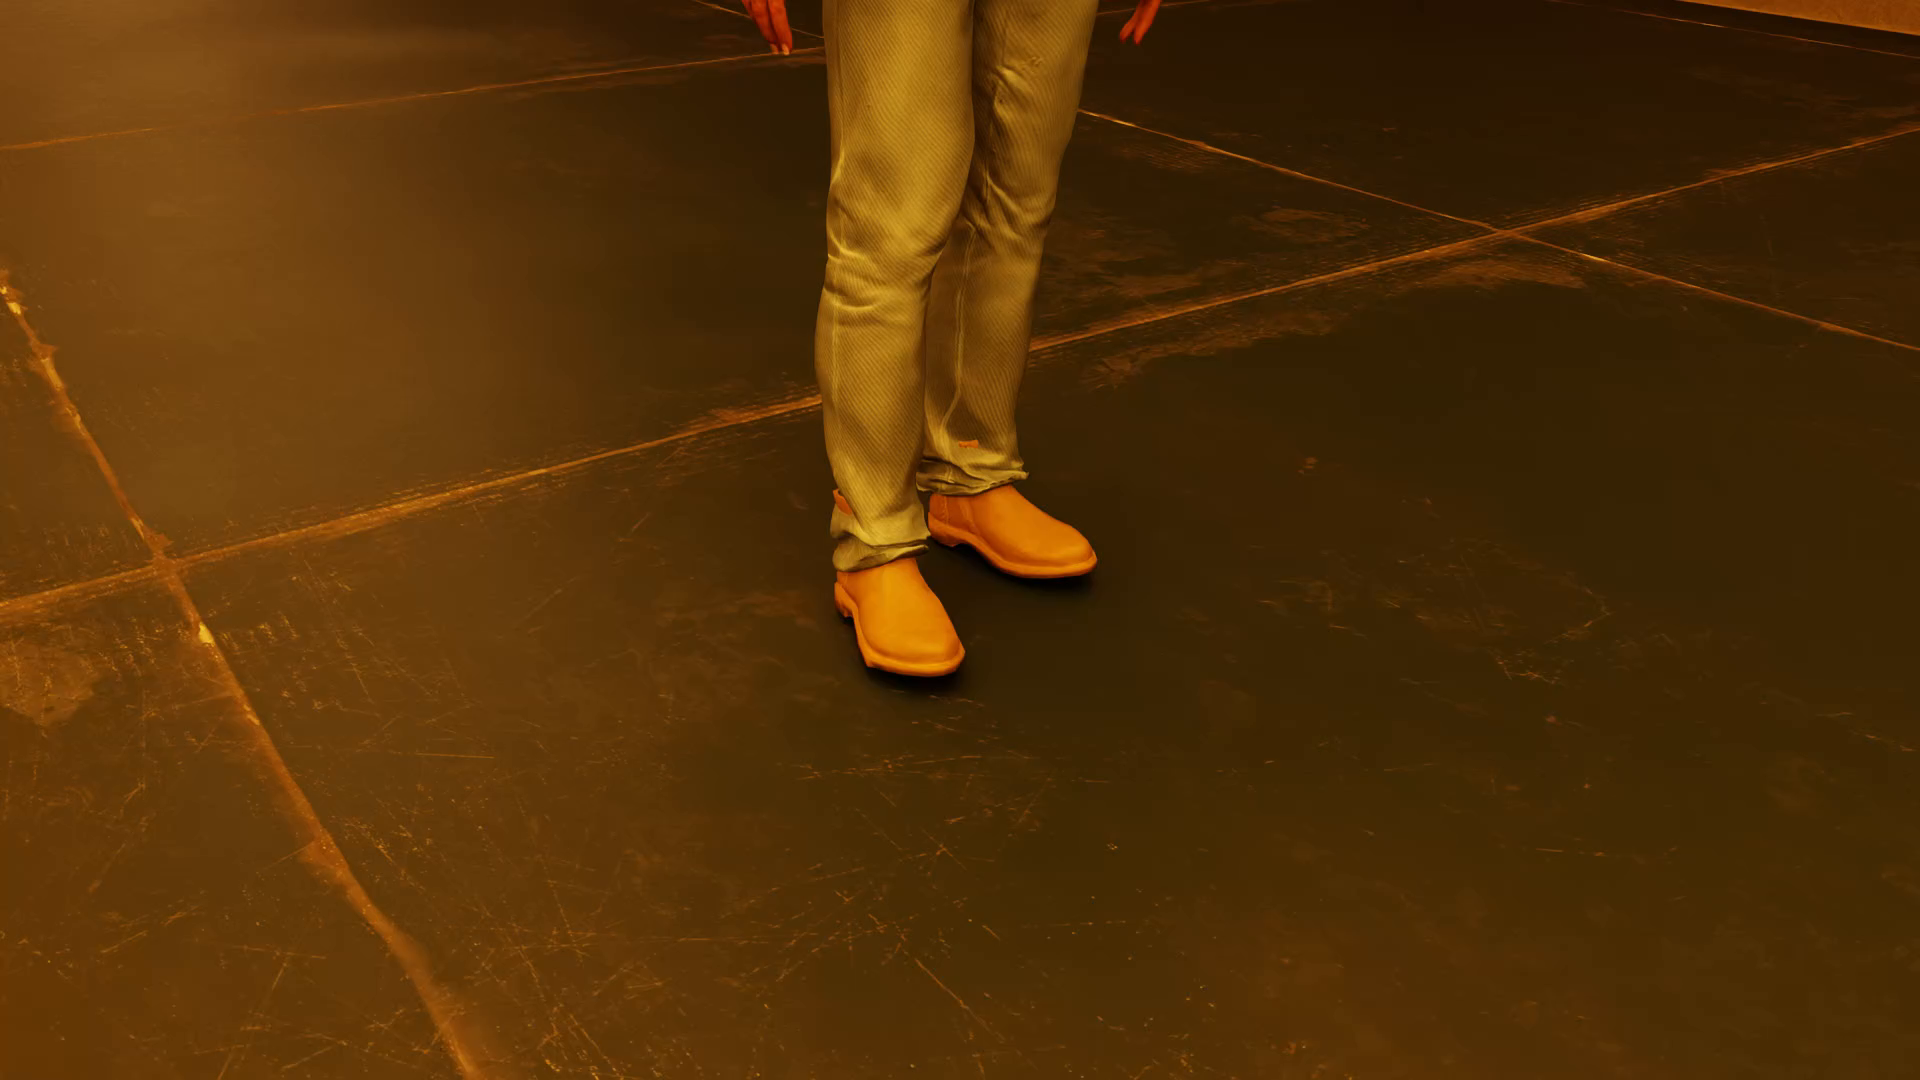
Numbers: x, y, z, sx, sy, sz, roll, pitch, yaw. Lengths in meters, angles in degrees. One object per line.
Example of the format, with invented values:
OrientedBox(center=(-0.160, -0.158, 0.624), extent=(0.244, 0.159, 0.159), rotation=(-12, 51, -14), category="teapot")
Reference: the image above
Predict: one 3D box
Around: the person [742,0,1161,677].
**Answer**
OrientedBox(center=(0.035, -0.769, 2.046), extent=(0.665, 1.768, 0.575), rotation=(-17, 31, -31), category="person")
